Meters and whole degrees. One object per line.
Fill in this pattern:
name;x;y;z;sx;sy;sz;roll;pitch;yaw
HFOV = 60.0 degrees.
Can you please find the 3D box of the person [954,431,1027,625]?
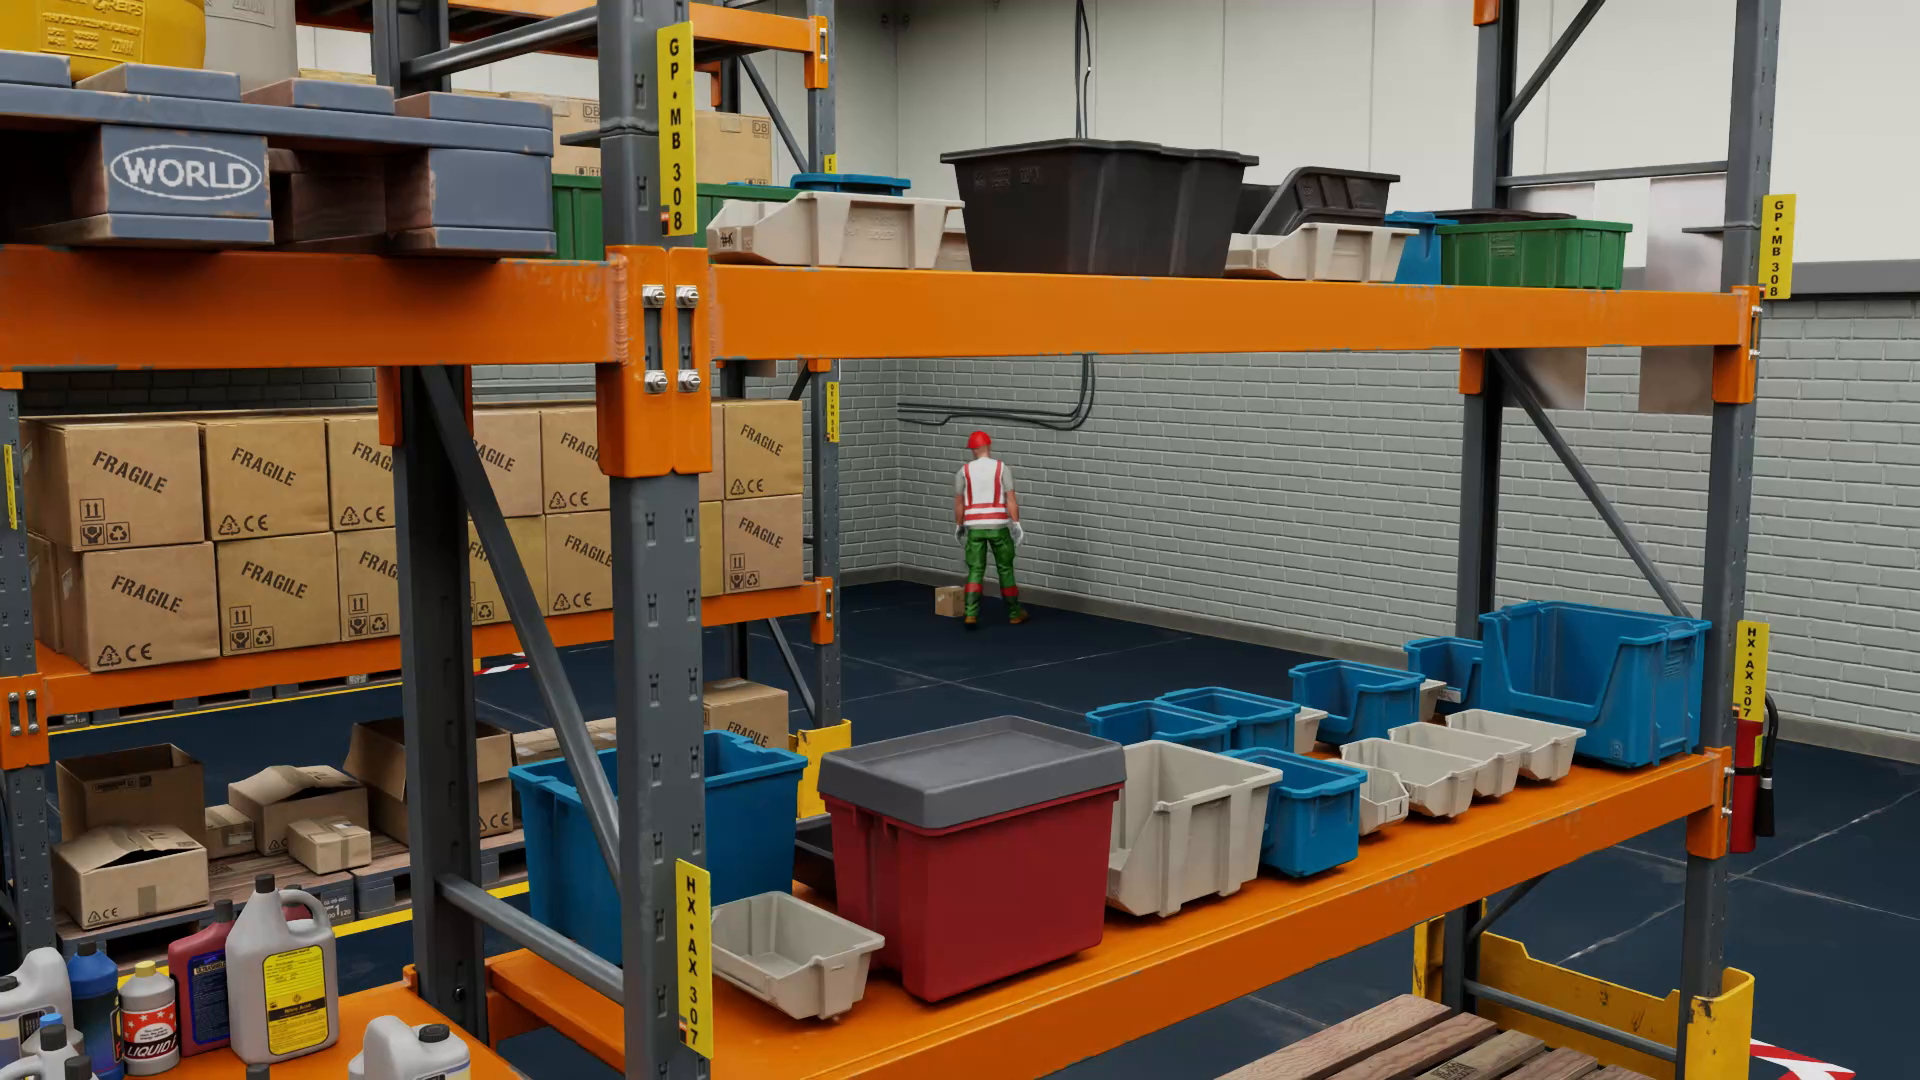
person;0.254;-0.098;15.073;0.645;1.764;0.676;2;7;12
